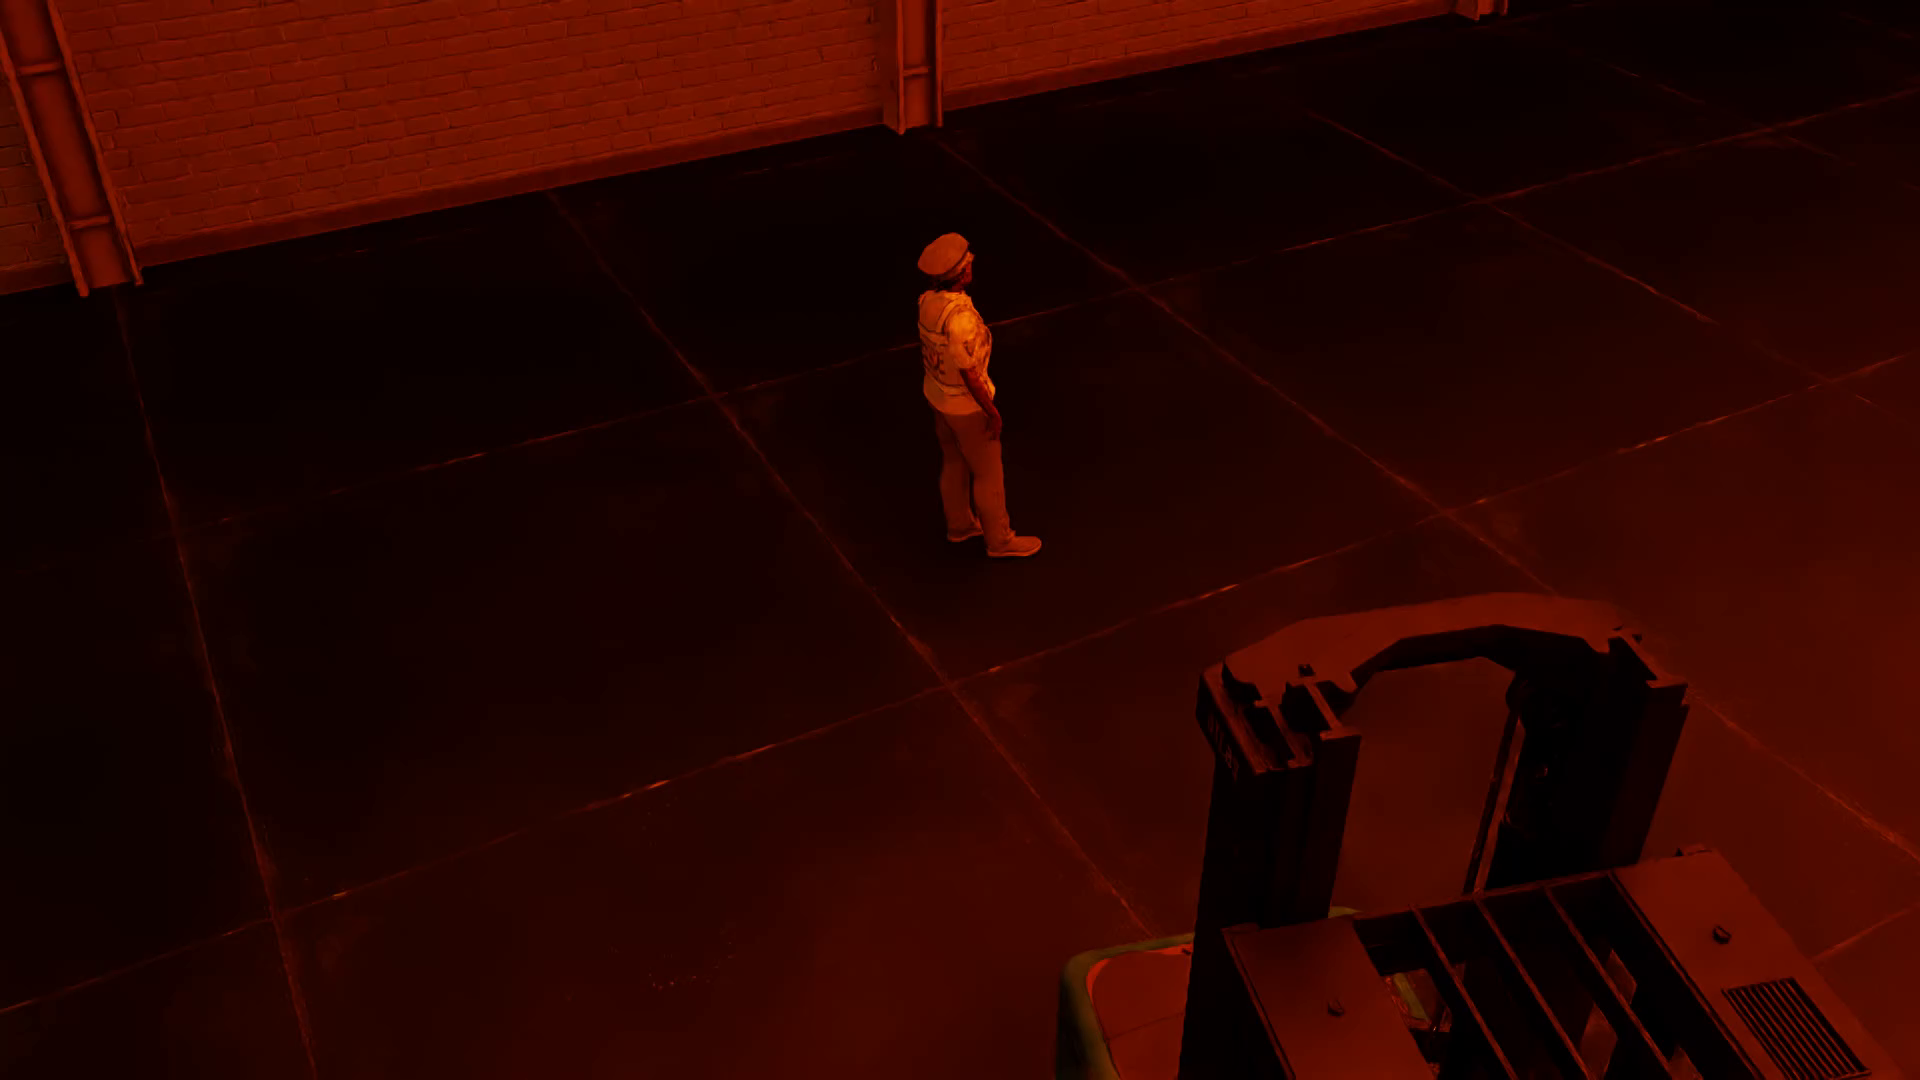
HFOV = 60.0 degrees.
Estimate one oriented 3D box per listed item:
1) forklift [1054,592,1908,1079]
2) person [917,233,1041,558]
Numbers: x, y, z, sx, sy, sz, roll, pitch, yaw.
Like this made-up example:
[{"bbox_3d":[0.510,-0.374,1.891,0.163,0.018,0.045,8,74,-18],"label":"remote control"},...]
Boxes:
[{"bbox_3d":[1.106,1.705,3.712,1.130,2.935,3.031,-7,36,-10],"label":"forklift"},{"bbox_3d":[0.075,-0.709,8.183,0.529,1.695,0.570,-17,39,-23],"label":"person"}]
